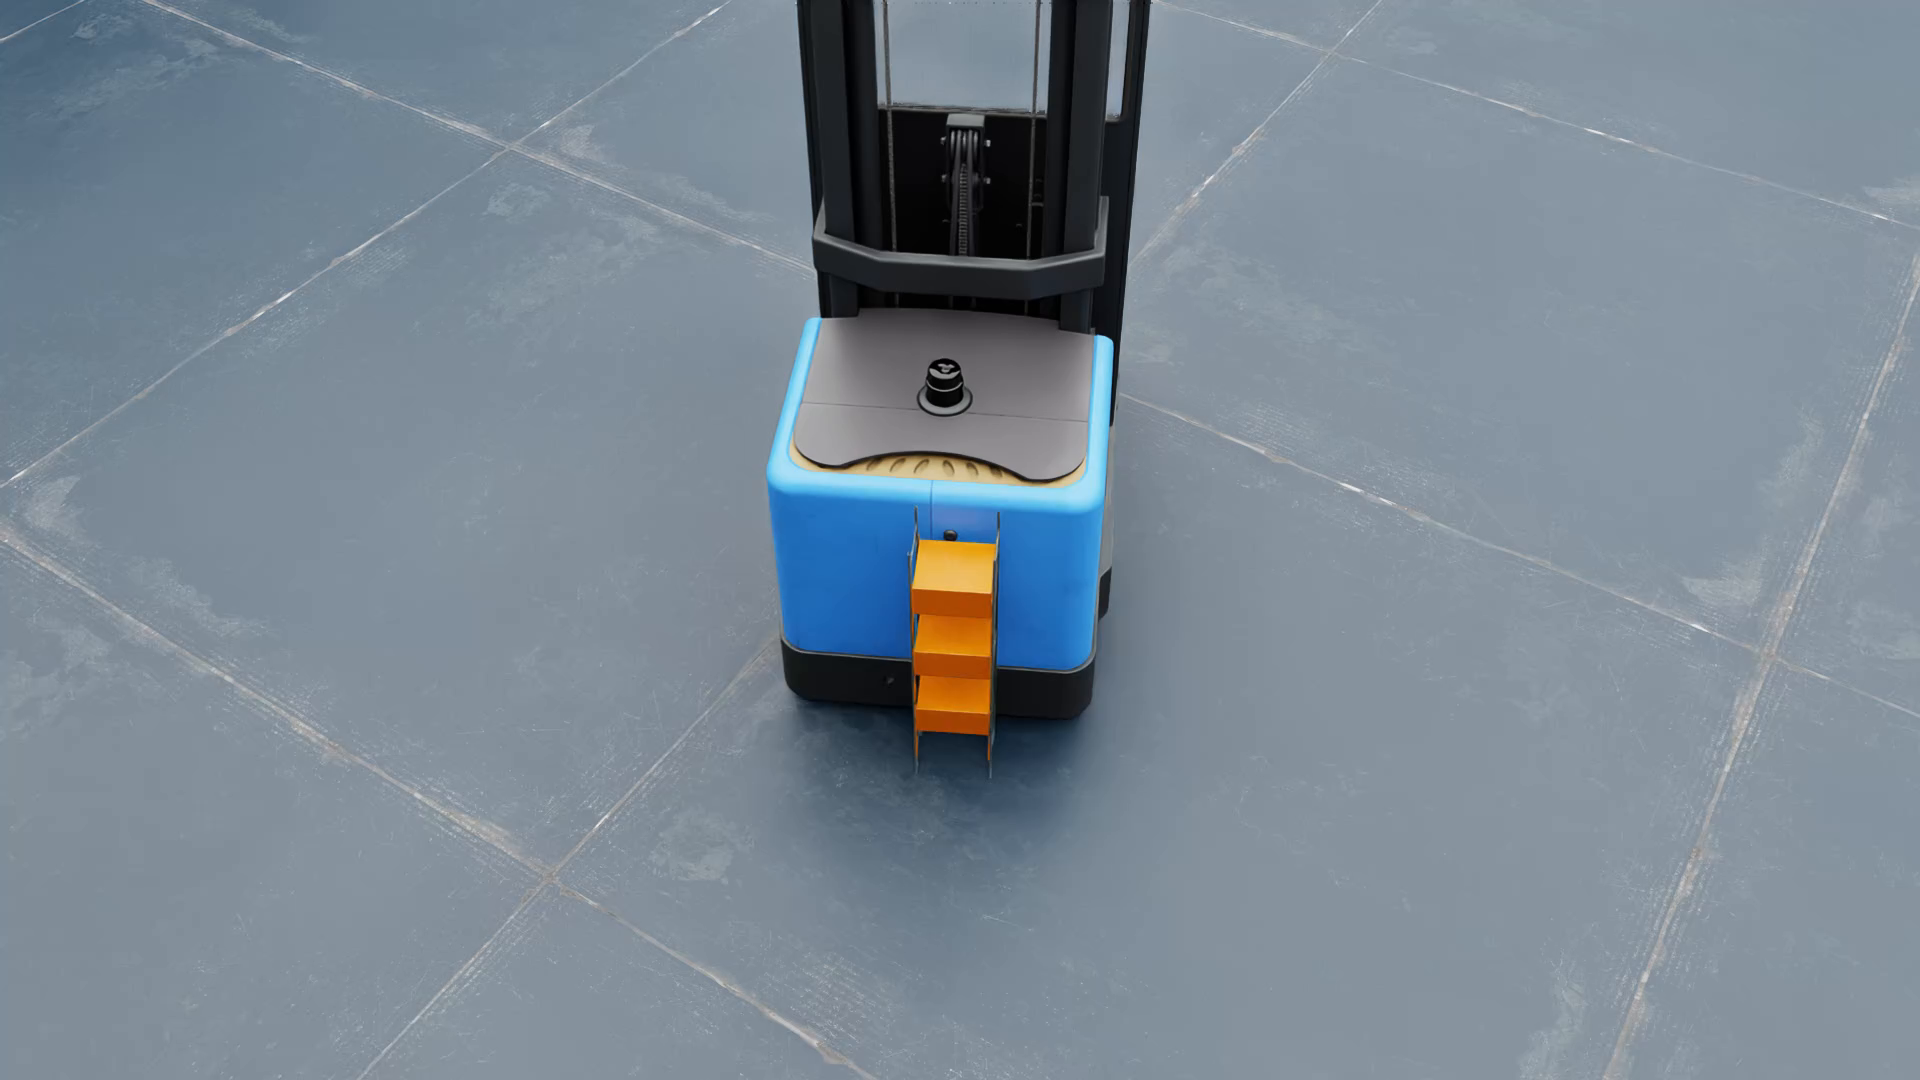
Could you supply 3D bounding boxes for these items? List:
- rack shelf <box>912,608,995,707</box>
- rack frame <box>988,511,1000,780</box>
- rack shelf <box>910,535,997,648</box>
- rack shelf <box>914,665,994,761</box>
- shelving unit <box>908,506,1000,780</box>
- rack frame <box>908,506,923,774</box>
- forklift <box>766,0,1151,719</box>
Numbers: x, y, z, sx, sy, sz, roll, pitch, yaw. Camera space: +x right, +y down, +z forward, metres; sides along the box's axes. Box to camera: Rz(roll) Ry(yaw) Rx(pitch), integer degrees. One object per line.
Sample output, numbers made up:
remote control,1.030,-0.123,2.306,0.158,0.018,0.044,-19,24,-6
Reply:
rack shelf,-0.016,0.352,5.190,0.240,0.259,0.215,4,46,3
rack frame,0.106,0.353,5.175,0.008,1.050,0.200,4,46,3
rack shelf,-0.016,0.155,4.987,0.240,0.259,0.215,4,46,3
rack shelf,-0.016,0.546,5.390,0.240,0.259,0.215,4,46,3
shelving unit,-0.016,0.345,5.183,0.252,1.050,0.215,4,46,3
rack frame,-0.137,0.338,5.190,0.008,1.050,0.200,4,46,3
forklift,0.065,-1.483,5.648,1.130,2.935,3.031,4,46,4
